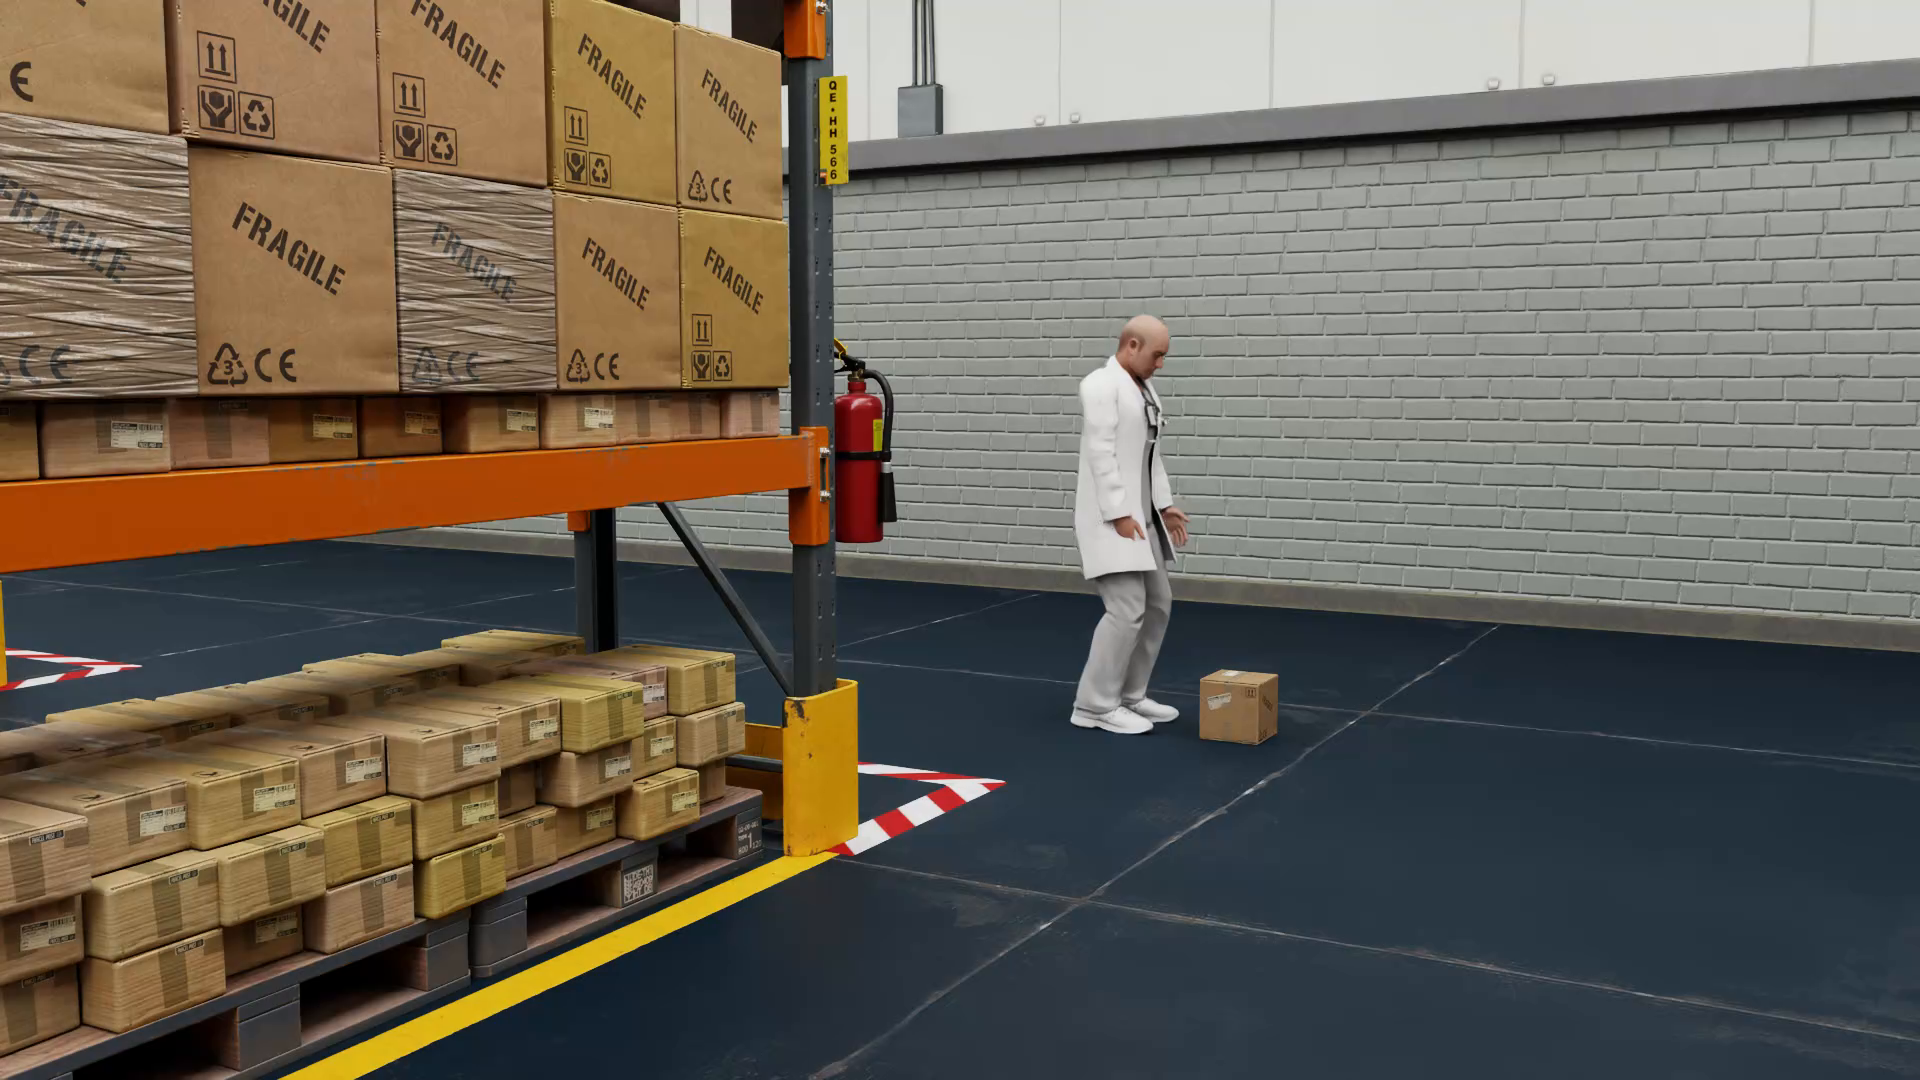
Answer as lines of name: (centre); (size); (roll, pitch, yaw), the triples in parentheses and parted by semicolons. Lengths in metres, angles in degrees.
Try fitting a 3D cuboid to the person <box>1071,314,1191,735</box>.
person: (0.713, -0.074, 7.048); (0.396, 1.738, 0.583); (3, 7, 30)
